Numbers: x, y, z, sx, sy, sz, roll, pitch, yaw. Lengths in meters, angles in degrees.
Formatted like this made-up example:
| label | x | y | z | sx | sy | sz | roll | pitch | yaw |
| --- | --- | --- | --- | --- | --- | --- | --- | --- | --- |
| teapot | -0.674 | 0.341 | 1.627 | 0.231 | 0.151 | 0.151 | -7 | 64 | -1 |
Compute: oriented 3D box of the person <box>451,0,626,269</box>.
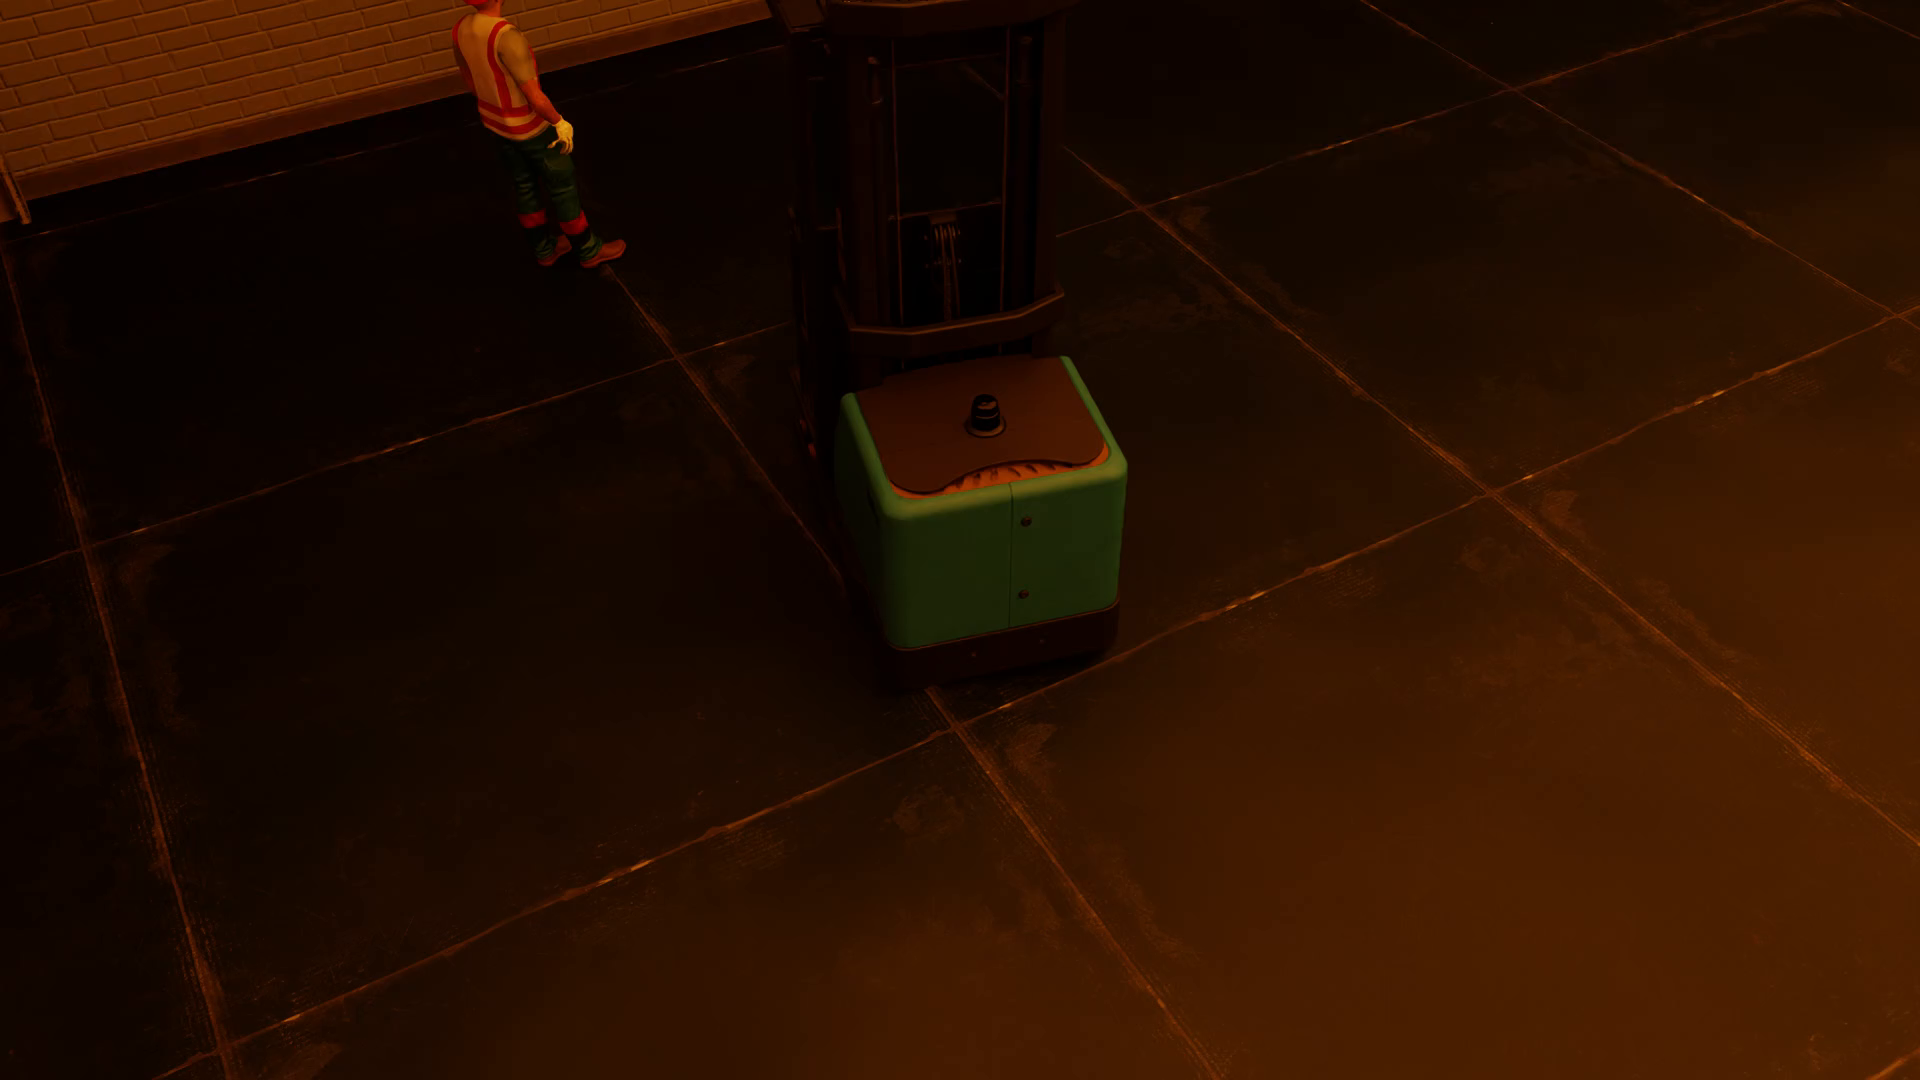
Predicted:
| label | x | y | z | sx | sy | sz | roll | pitch | yaw |
| --- | --- | --- | --- | --- | --- | --- | --- | --- | --- |
| person | -2.315 | -2.294 | 9.001 | 0.639 | 1.787 | 0.565 | 26 | 49 | 25 |

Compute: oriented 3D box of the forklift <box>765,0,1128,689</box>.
| label | x | y | z | sx | sy | sz | roll | pitch | yaw |
| --- | --- | --- | --- | --- | --- | --- | --- | --- | --- |
| forklift | -0.205 | -1.459 | 7.271 | 1.130 | 2.935 | 3.031 | -11 | 44 | -12 |
